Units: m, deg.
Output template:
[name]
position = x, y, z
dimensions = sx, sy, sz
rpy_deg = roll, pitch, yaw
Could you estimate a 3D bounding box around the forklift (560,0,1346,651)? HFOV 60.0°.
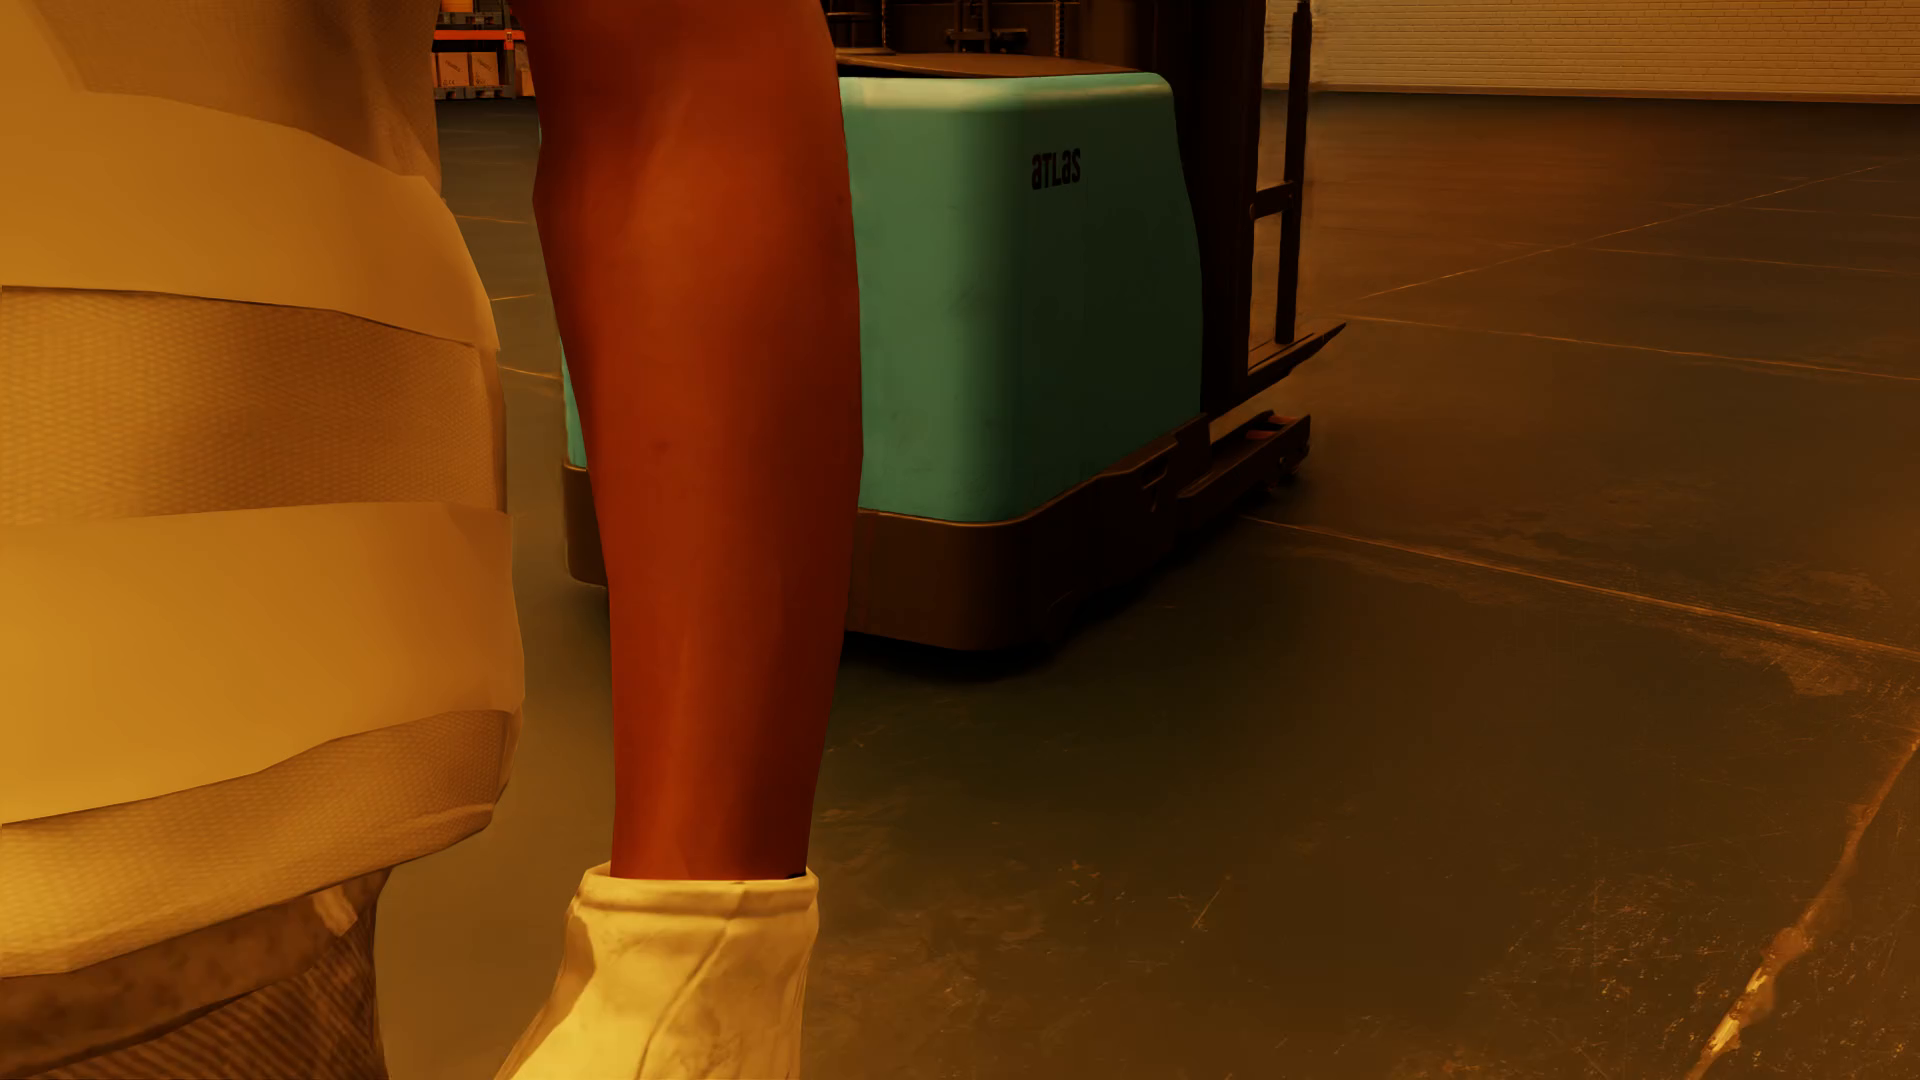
[forklift]
position = 0.304, -1.580, 4.101
dimensions = 1.130, 2.935, 3.031
rpy_deg = 8, 19, 26
